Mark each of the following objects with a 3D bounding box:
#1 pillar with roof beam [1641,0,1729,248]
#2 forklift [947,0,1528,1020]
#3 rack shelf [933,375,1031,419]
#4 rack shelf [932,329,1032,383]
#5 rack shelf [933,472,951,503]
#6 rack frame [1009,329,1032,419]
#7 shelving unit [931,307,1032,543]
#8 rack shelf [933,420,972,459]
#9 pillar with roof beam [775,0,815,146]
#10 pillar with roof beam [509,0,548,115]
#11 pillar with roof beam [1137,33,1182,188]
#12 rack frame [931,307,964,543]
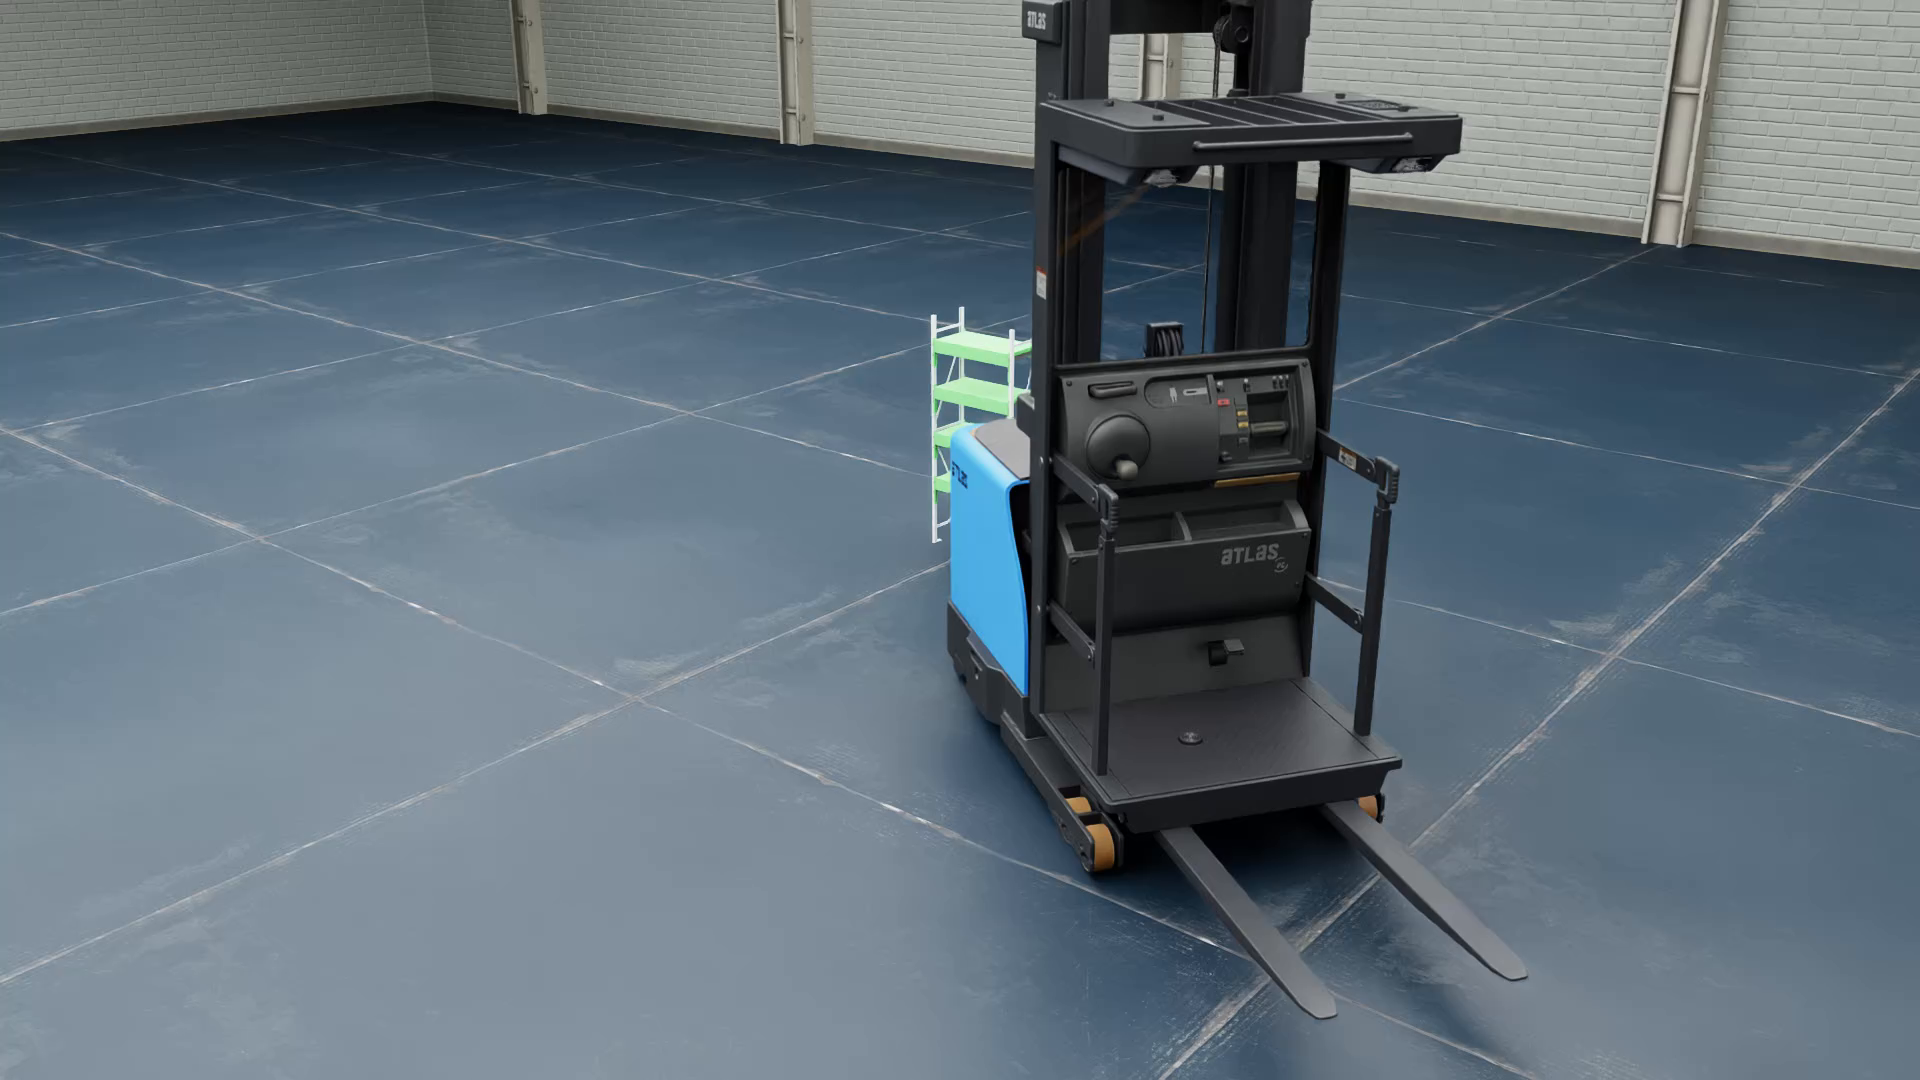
[{"bbox_3d":[4.273,-5.976,11.761,0.400,9.000,9.100,16,26,36],"label":"pillar with roof beam"},{"bbox_3d":[0.862,-0.395,5.563,1.130,2.935,3.031,-6,22,-16],"label":"forklift"},{"bbox_3d":[0.128,-0.689,8.296,0.480,0.148,0.258,16,26,36],"label":"rack shelf"},{"bbox_3d":[0.128,-0.914,8.212,0.480,0.148,0.258,16,26,36],"label":"rack shelf"},{"bbox_3d":[0.128,-0.240,8.466,0.480,0.148,0.258,16,26,36],"label":"rack shelf"},{"bbox_3d":[0.317,-0.470,8.214,0.015,1.200,0.240,16,26,36],"label":"rack frame"},{"bbox_3d":[0.128,-0.524,8.359,0.503,1.200,0.258,16,26,36],"label":"shelving unit"},{"bbox_3d":[0.128,-0.465,8.381,0.480,0.148,0.258,16,26,36],"label":"rack shelf"},{"bbox_3d":[-5.024,-8.653,18.861,0.400,9.000,9.100,16,26,36],"label":"pillar with roof beam"},{"bbox_3d":[-9.672,-9.992,22.410,0.400,9.000,9.100,16,26,36],"label":"pillar with roof beam"},{"bbox_3d":[-0.376,-7.314,15.311,0.400,9.000,9.100,16,26,36],"label":"pillar with roof beam"},{"bbox_3d":[-0.061,-0.579,8.503,0.015,1.200,0.240,16,26,36],"label":"rack frame"}]
